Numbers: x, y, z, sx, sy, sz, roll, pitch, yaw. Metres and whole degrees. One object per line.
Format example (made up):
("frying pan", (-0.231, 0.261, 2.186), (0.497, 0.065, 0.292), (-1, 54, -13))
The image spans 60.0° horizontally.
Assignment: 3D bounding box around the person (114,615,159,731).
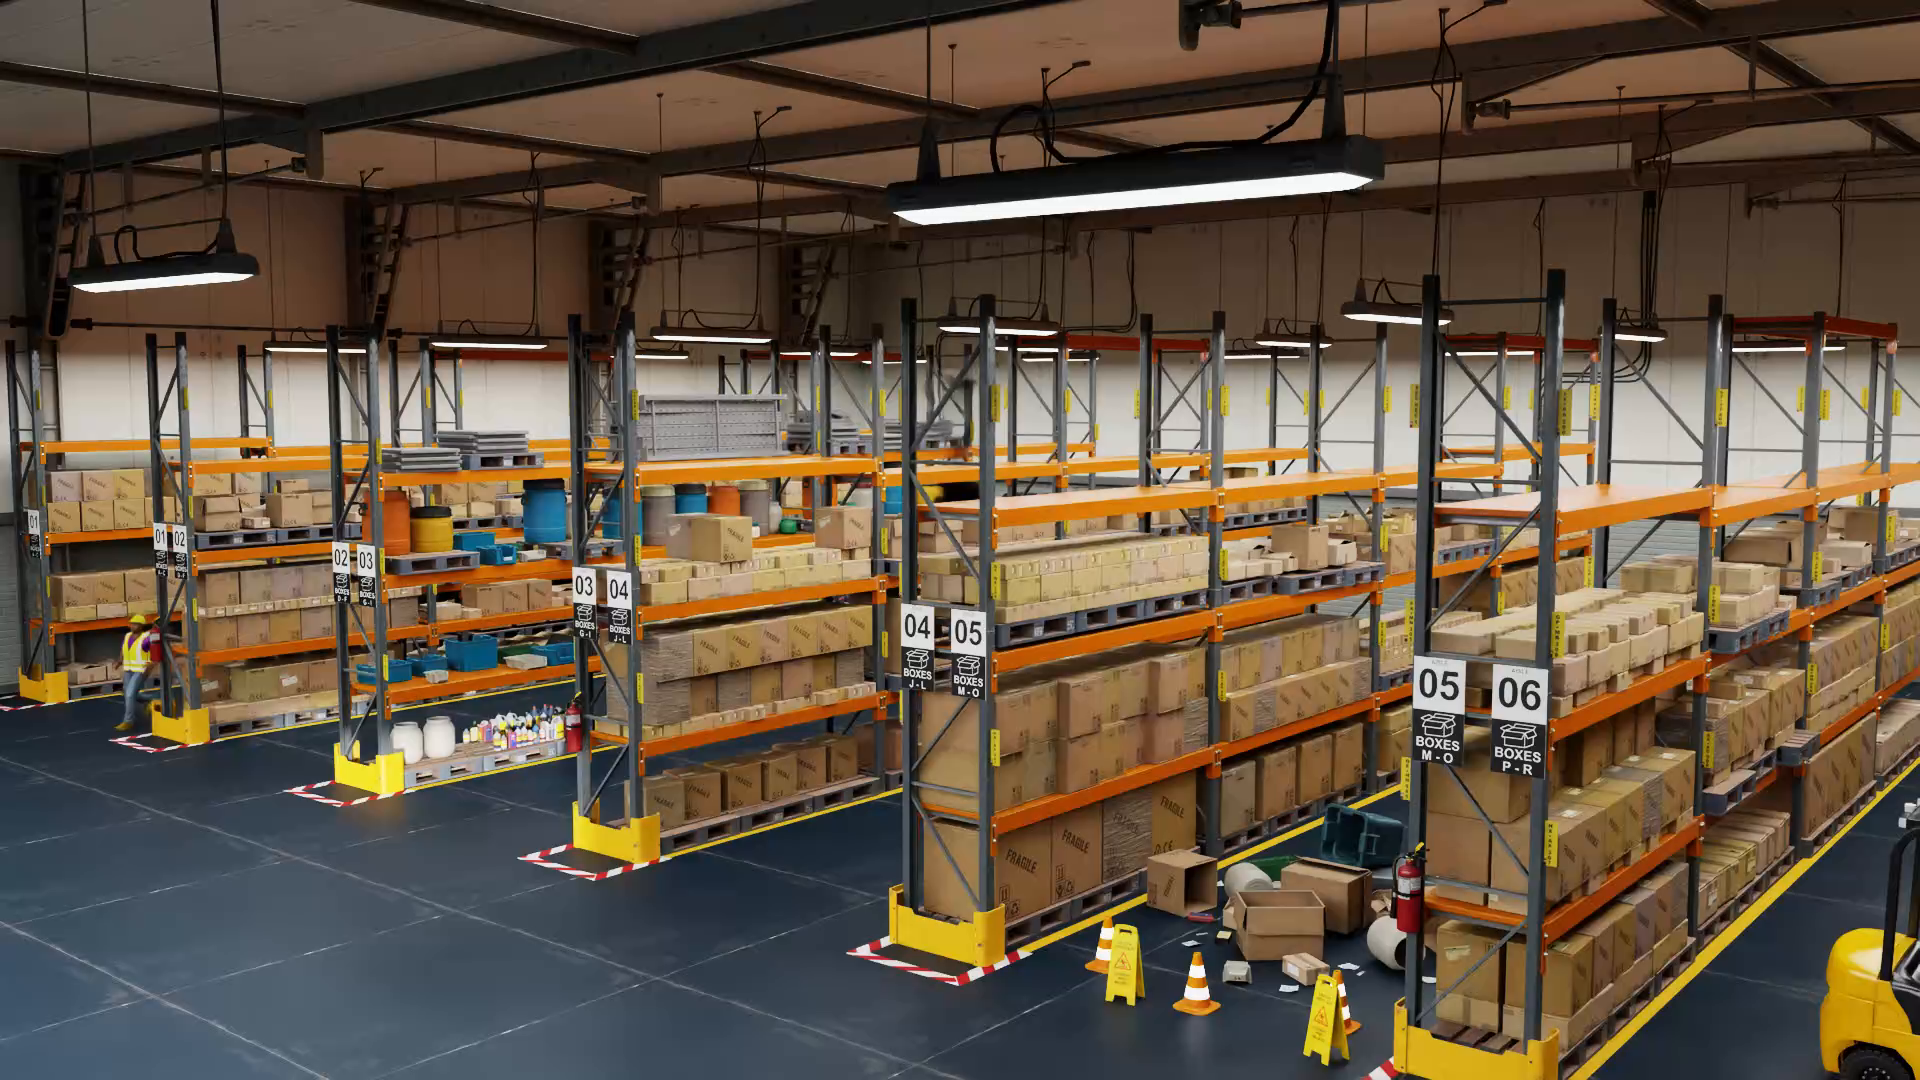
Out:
("person", (-12.605, 2.015, 25.573), (0.727, 1.755, 0.803), (1, 5, 16))
